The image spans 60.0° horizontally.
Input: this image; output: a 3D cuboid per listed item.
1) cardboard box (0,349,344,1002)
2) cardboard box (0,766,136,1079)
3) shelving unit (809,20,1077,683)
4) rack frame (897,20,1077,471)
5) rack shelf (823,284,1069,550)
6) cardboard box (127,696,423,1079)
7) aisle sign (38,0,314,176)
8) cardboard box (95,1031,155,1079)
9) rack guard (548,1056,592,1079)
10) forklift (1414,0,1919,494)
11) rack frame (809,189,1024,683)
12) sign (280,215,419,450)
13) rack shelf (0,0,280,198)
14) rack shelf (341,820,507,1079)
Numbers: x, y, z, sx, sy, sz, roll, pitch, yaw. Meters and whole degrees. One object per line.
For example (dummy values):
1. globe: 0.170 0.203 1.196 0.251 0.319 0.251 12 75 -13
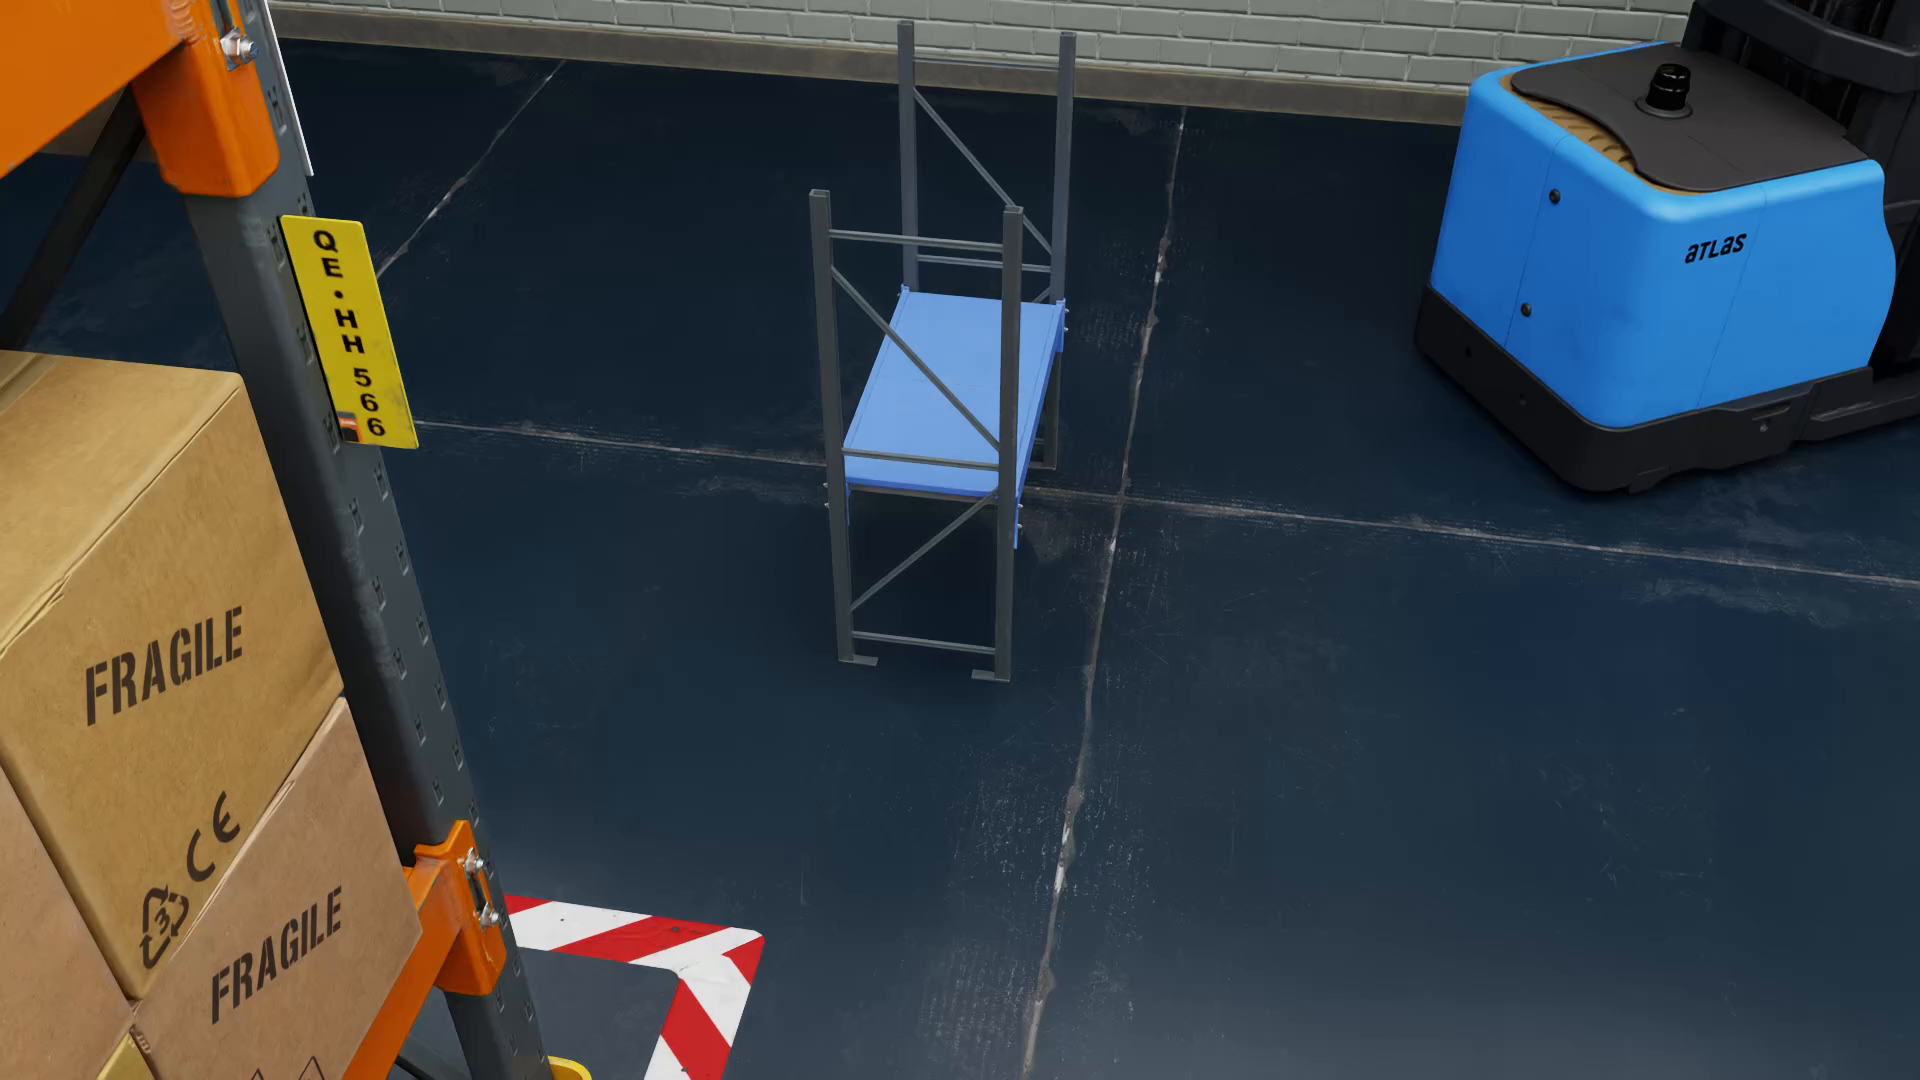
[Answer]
1. cardboard box: -1.094 0.132 1.873 0.500 0.500 0.500 6 40 7
2. cardboard box: -1.181 0.449 1.490 0.500 0.500 0.500 7 40 9
3. shelving unit: -0.015 -0.524 4.707 0.538 1.500 1.048 6 40 8
4. rack frame: 0.073 -0.844 5.093 0.500 1.500 0.032 6 40 8
5. rack shelf: -0.015 -0.386 4.822 0.538 0.185 1.000 6 40 8
6. cardboard box: -1.097 0.519 2.190 0.500 0.500 0.500 8 40 9
7. aisle sign: -0.974 -0.765 1.781 0.394 0.787 0.004 6 40 8
8. cardboard box: -1.184 0.845 1.796 0.500 0.500 0.500 7 40 8
9. rack guard: -1.301 1.257 3.337 1.175 0.500 0.348 6 40 8
10. forklift: 3.211 -1.868 5.209 3.031 2.935 1.130 -14 42 -16
11. rack frame: -0.103 -0.205 4.321 0.500 1.500 0.032 6 40 8
12. sign: -0.745 -0.248 2.039 0.100 0.325 0.005 6 40 8
13. rack shelf: -1.634 0.623 0.353 1.077 0.370 4.000 6 40 8
14. rack shelf: -1.634 1.779 1.309 1.077 0.370 4.000 6 40 8
